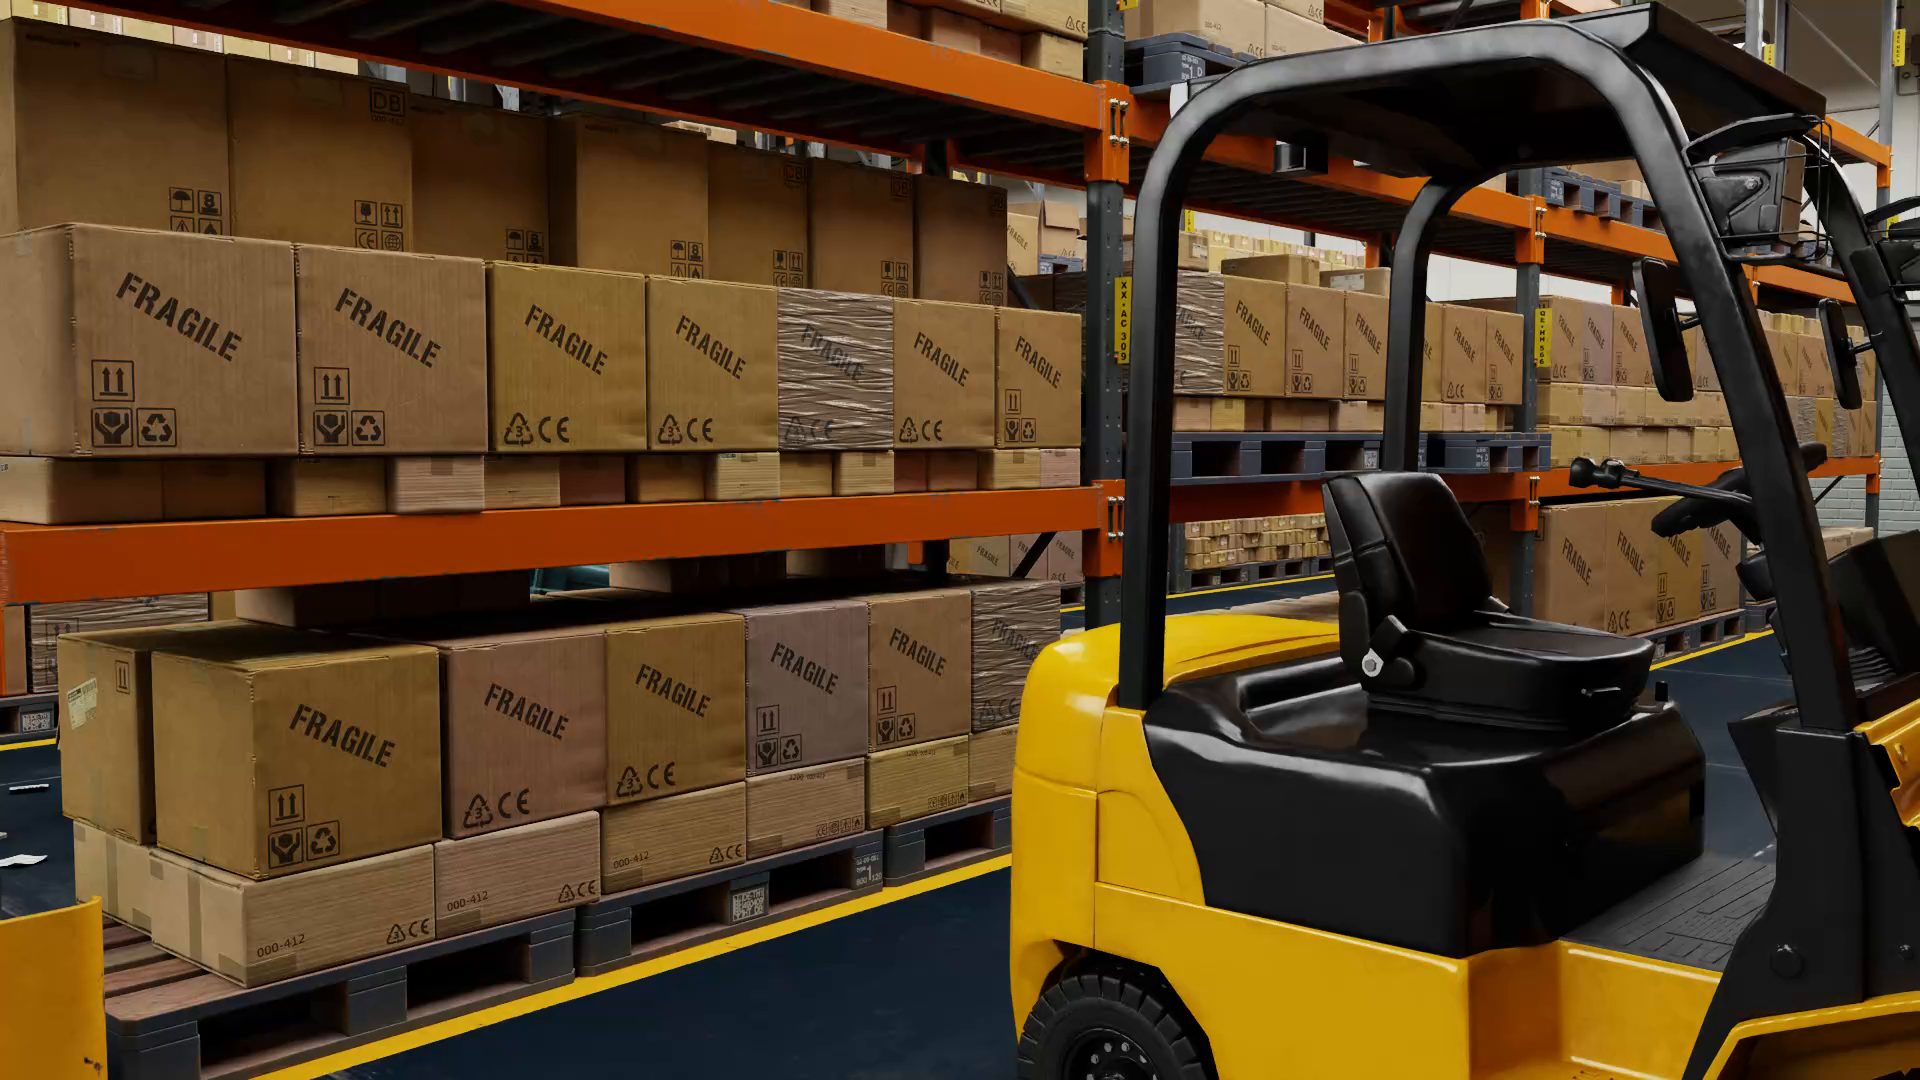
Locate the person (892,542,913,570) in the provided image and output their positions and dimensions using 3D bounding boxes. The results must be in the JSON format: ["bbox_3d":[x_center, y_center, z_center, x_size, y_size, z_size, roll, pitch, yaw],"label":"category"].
[{"bbox_3d":[-0.295,-0.064,11.450,0.479,1.676,0.534,2,4,27],"label":"person"}]
